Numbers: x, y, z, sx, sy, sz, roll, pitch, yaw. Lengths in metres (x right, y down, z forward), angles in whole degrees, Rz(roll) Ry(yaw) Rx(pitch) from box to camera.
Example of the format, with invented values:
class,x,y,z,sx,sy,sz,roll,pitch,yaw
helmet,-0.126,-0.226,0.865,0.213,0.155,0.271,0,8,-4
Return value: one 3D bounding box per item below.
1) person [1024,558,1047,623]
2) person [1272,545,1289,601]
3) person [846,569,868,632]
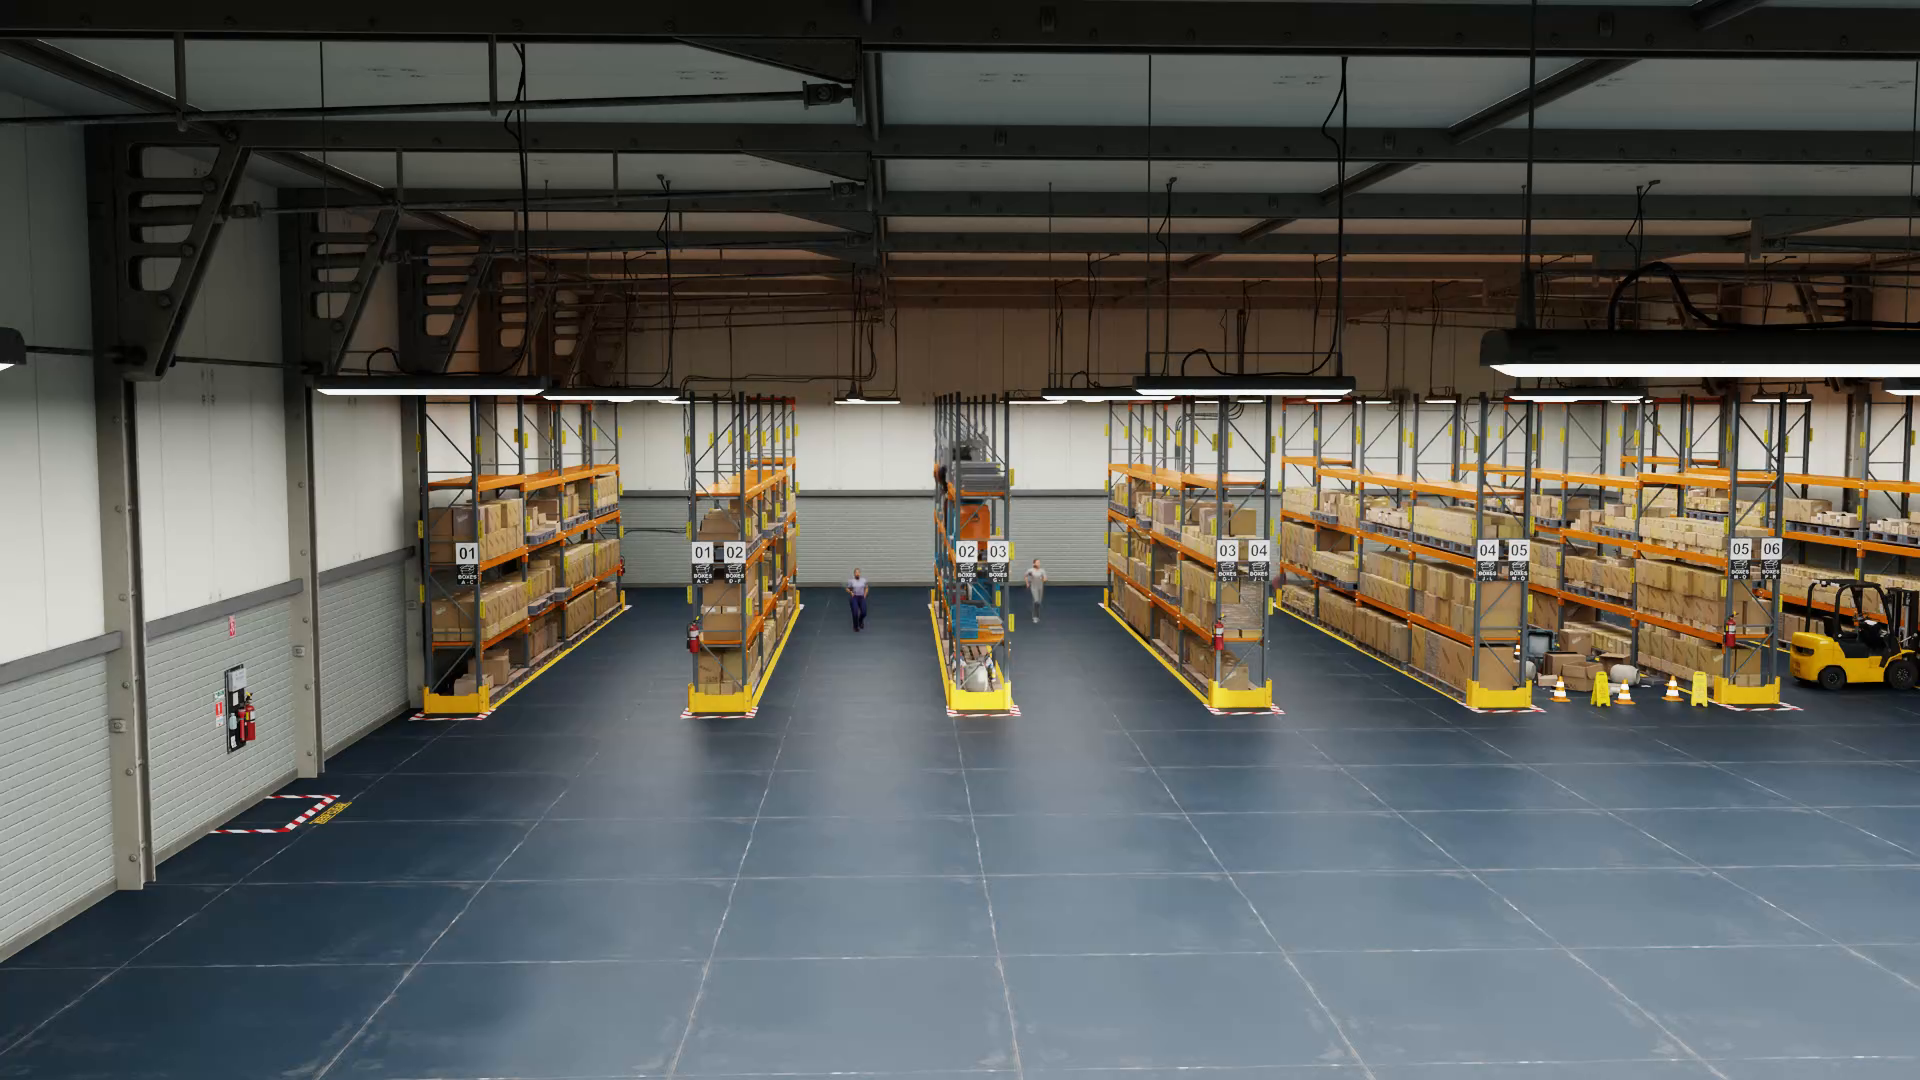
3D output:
class,x,y,z,sx,sy,sz,roll,pitch,yaw
person,2.033,1.348,44.232,0.531,1.721,0.738,-2,5,-19
person,9.515,0.985,48.986,0.695,1.687,0.636,0,5,5
person,-2.594,1.532,42.311,0.598,1.601,0.557,-1,5,-14
